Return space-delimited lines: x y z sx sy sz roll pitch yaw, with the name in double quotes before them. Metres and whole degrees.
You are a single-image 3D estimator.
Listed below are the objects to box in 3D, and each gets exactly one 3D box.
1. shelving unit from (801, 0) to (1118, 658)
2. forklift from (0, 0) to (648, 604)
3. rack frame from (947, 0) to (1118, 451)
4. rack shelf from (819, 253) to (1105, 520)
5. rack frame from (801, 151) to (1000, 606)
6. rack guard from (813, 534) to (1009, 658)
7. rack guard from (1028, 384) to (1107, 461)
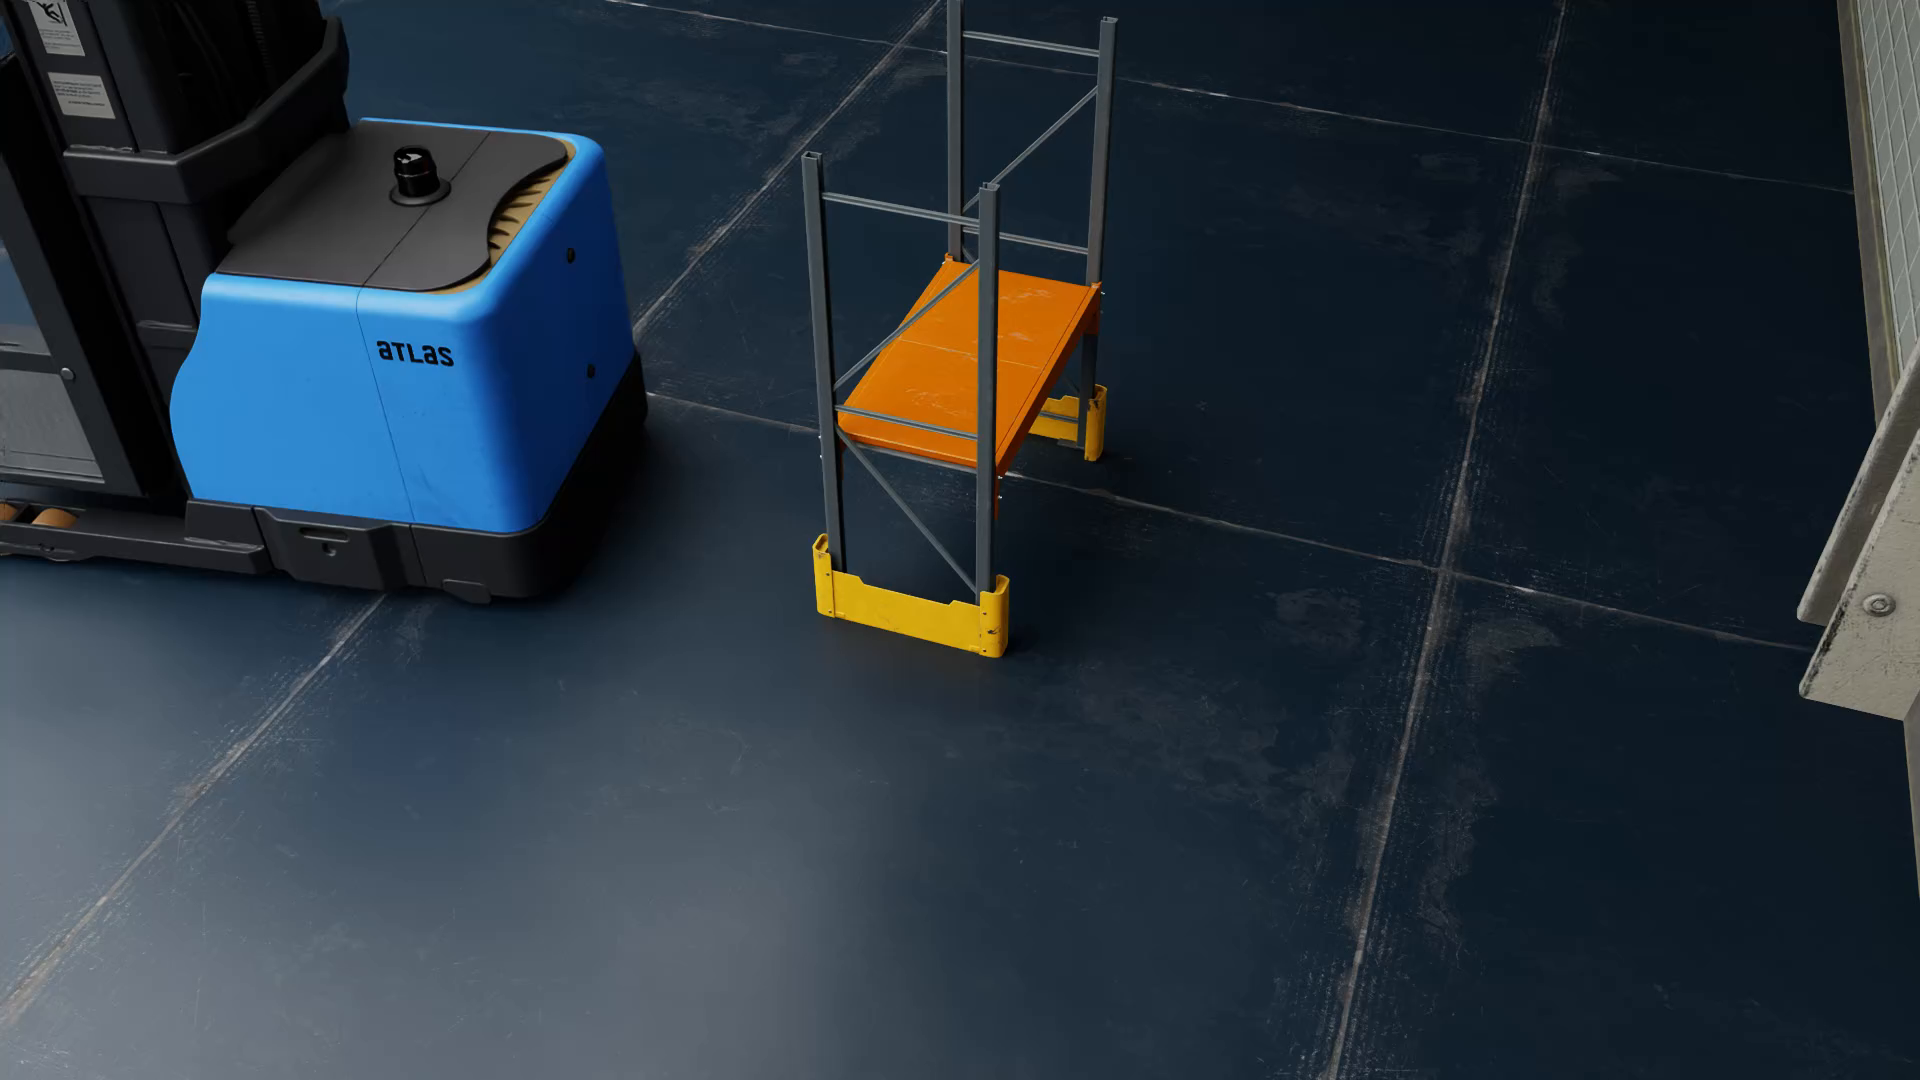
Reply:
"shelving unit" 0.026 -0.617 4.818 0.587 1.500 1.083 13 42 15
"forklift" -2.624 -1.378 4.607 3.031 2.935 1.130 6 41 7
"rack frame" 0.203 -0.933 5.188 0.500 1.500 0.032 13 42 15
"rack shelf" 0.029 -0.486 4.941 0.538 0.185 1.000 13 42 15
"rack frame" -0.145 -0.313 4.461 0.500 1.500 0.032 13 42 15
"rack guard" -0.144 0.162 4.867 0.587 0.250 0.087 13 42 15
"rack guard" 0.196 -0.445 5.579 0.587 0.250 0.087 13 42 15
